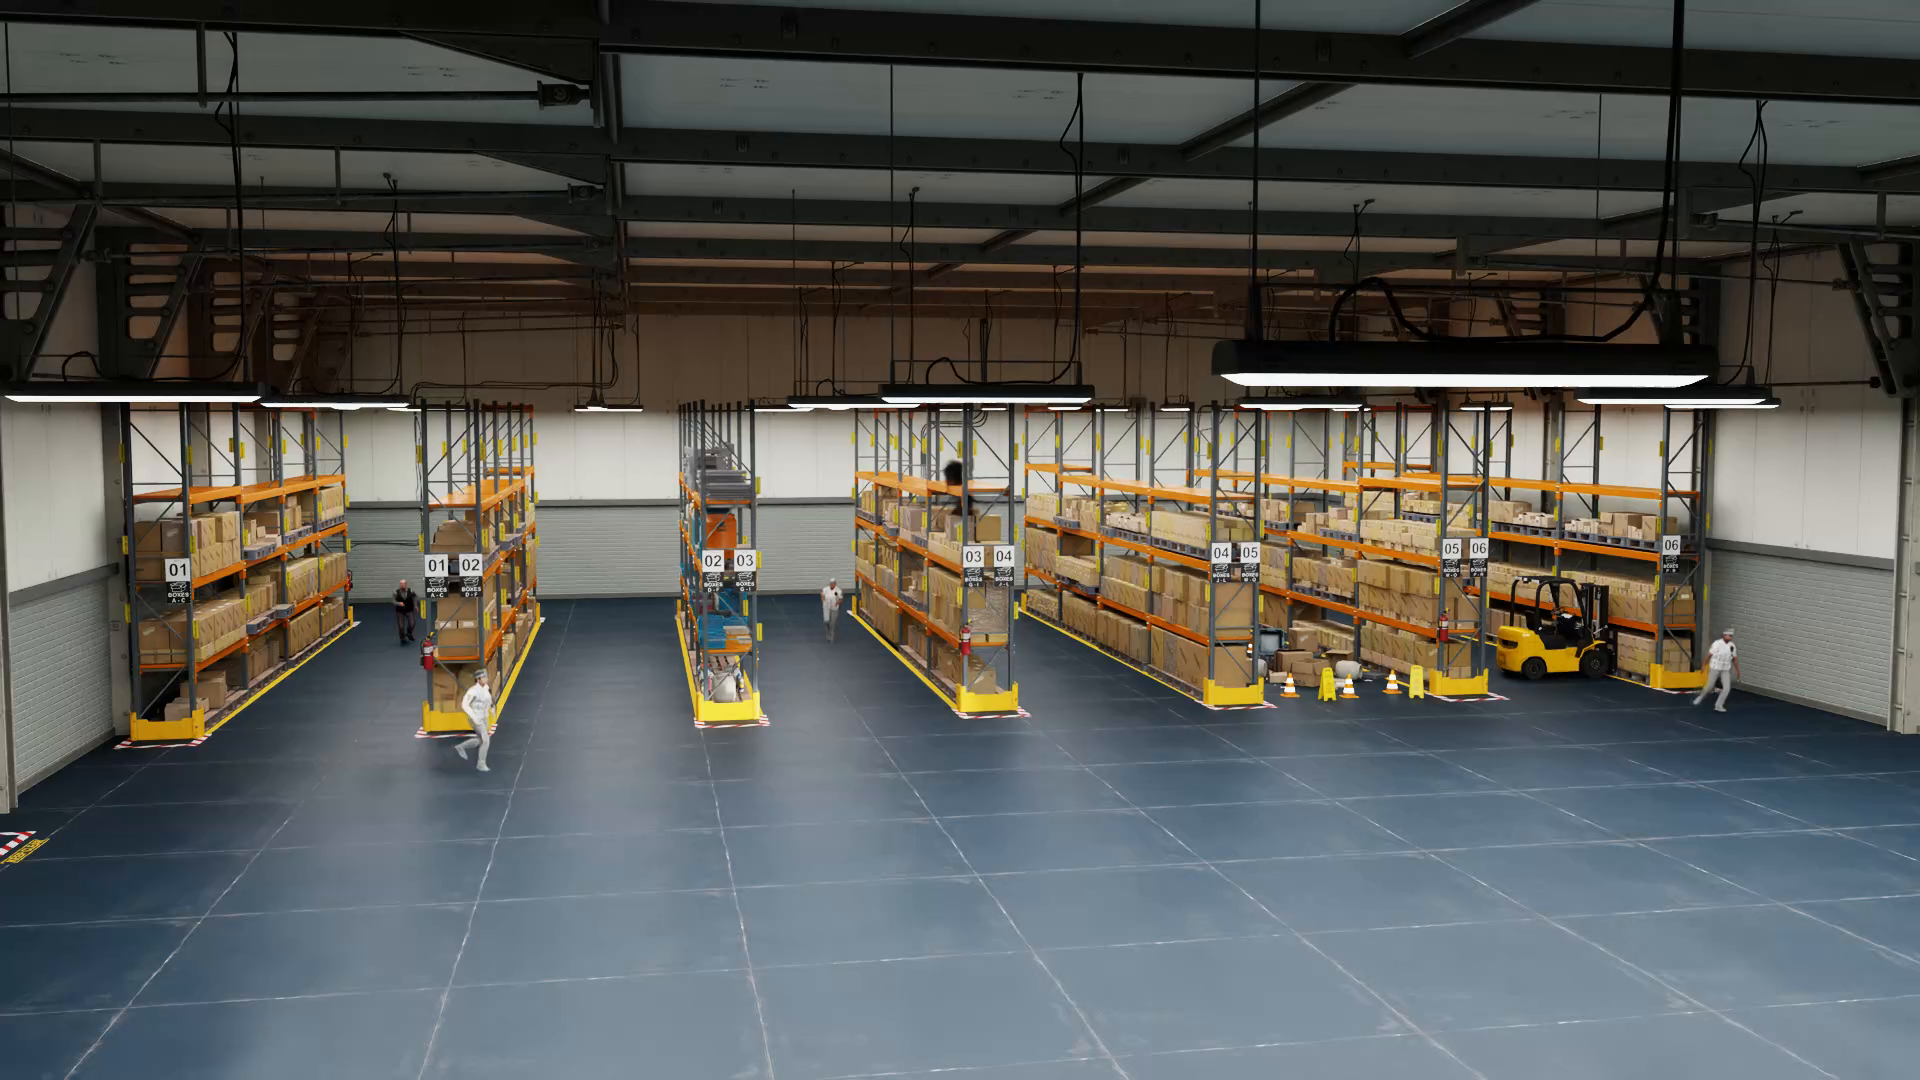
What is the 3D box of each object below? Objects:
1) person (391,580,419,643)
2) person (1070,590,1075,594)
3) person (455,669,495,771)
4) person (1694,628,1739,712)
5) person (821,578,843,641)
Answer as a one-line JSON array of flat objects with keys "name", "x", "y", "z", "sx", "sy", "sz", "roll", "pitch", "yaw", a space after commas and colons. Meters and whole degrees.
[{"name": "person", "x": -13.848, "y": 1.785, "z": 41.490, "sx": 0.660, "sy": 1.614, "sz": 0.849, "roll": -2, "pitch": 5, "yaw": -24}, {"name": "person", "x": 3.525, "y": 1.110, "z": 49.497, "sx": 0.974, "sy": 1.755, "sz": 0.738, "roll": 3, "pitch": 5, "yaw": 36}, {"name": "person", "x": -7.863, "y": 2.897, "z": 26.816, "sx": 0.674, "sy": 1.698, "sz": 0.644, "roll": 2, "pitch": 5, "yaw": 20}, {"name": "person", "x": 14.654, "y": 2.488, "z": 32.208, "sx": 0.651, "sy": 1.604, "sz": 0.663, "roll": 0, "pitch": 4, "yaw": -3}, {"name": "person", "x": -3.244, "y": 1.757, "z": 42.221, "sx": 0.562, "sy": 1.617, "sz": 0.839, "roll": 0, "pitch": 4, "yaw": -5}]
